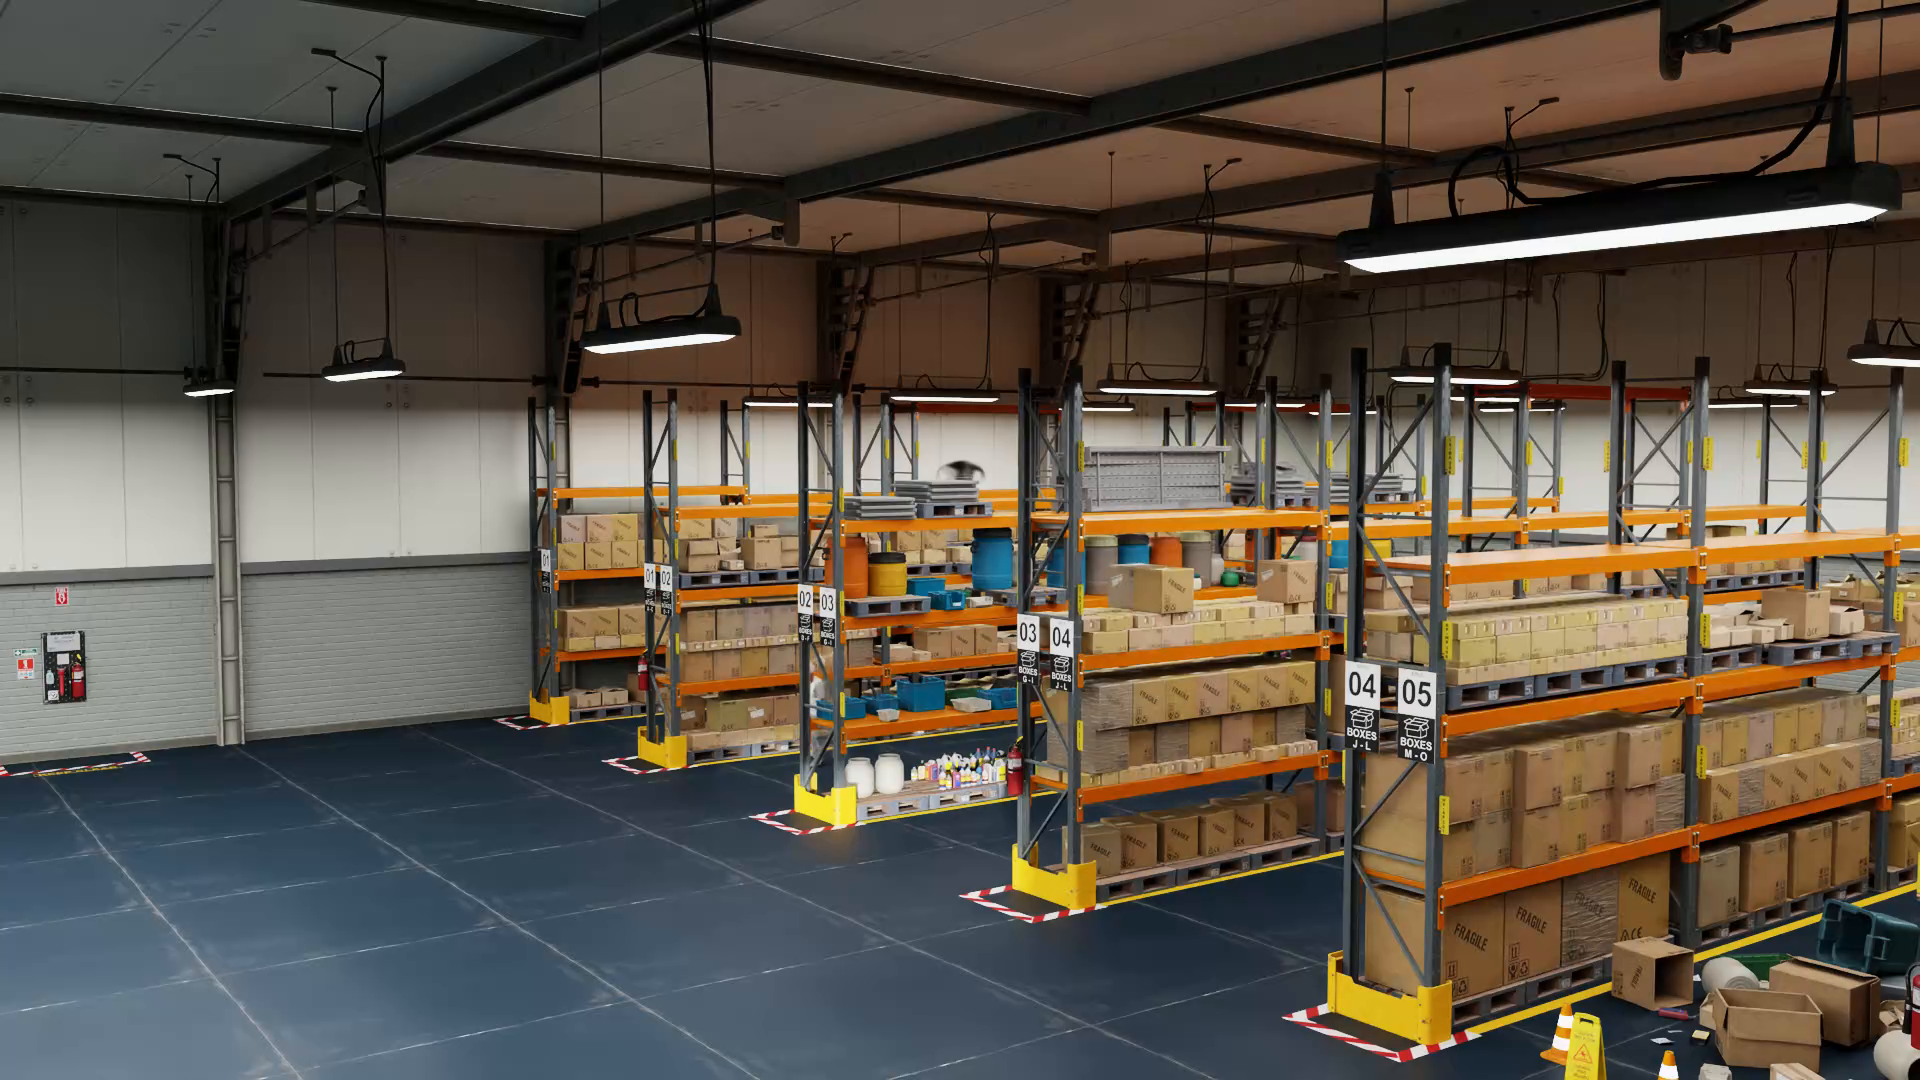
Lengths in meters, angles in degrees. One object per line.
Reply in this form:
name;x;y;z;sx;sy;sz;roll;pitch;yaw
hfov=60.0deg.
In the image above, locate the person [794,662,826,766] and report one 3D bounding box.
person;-2.328;2.747;26.326;0.690;1.696;0.808;-3;5;-44
